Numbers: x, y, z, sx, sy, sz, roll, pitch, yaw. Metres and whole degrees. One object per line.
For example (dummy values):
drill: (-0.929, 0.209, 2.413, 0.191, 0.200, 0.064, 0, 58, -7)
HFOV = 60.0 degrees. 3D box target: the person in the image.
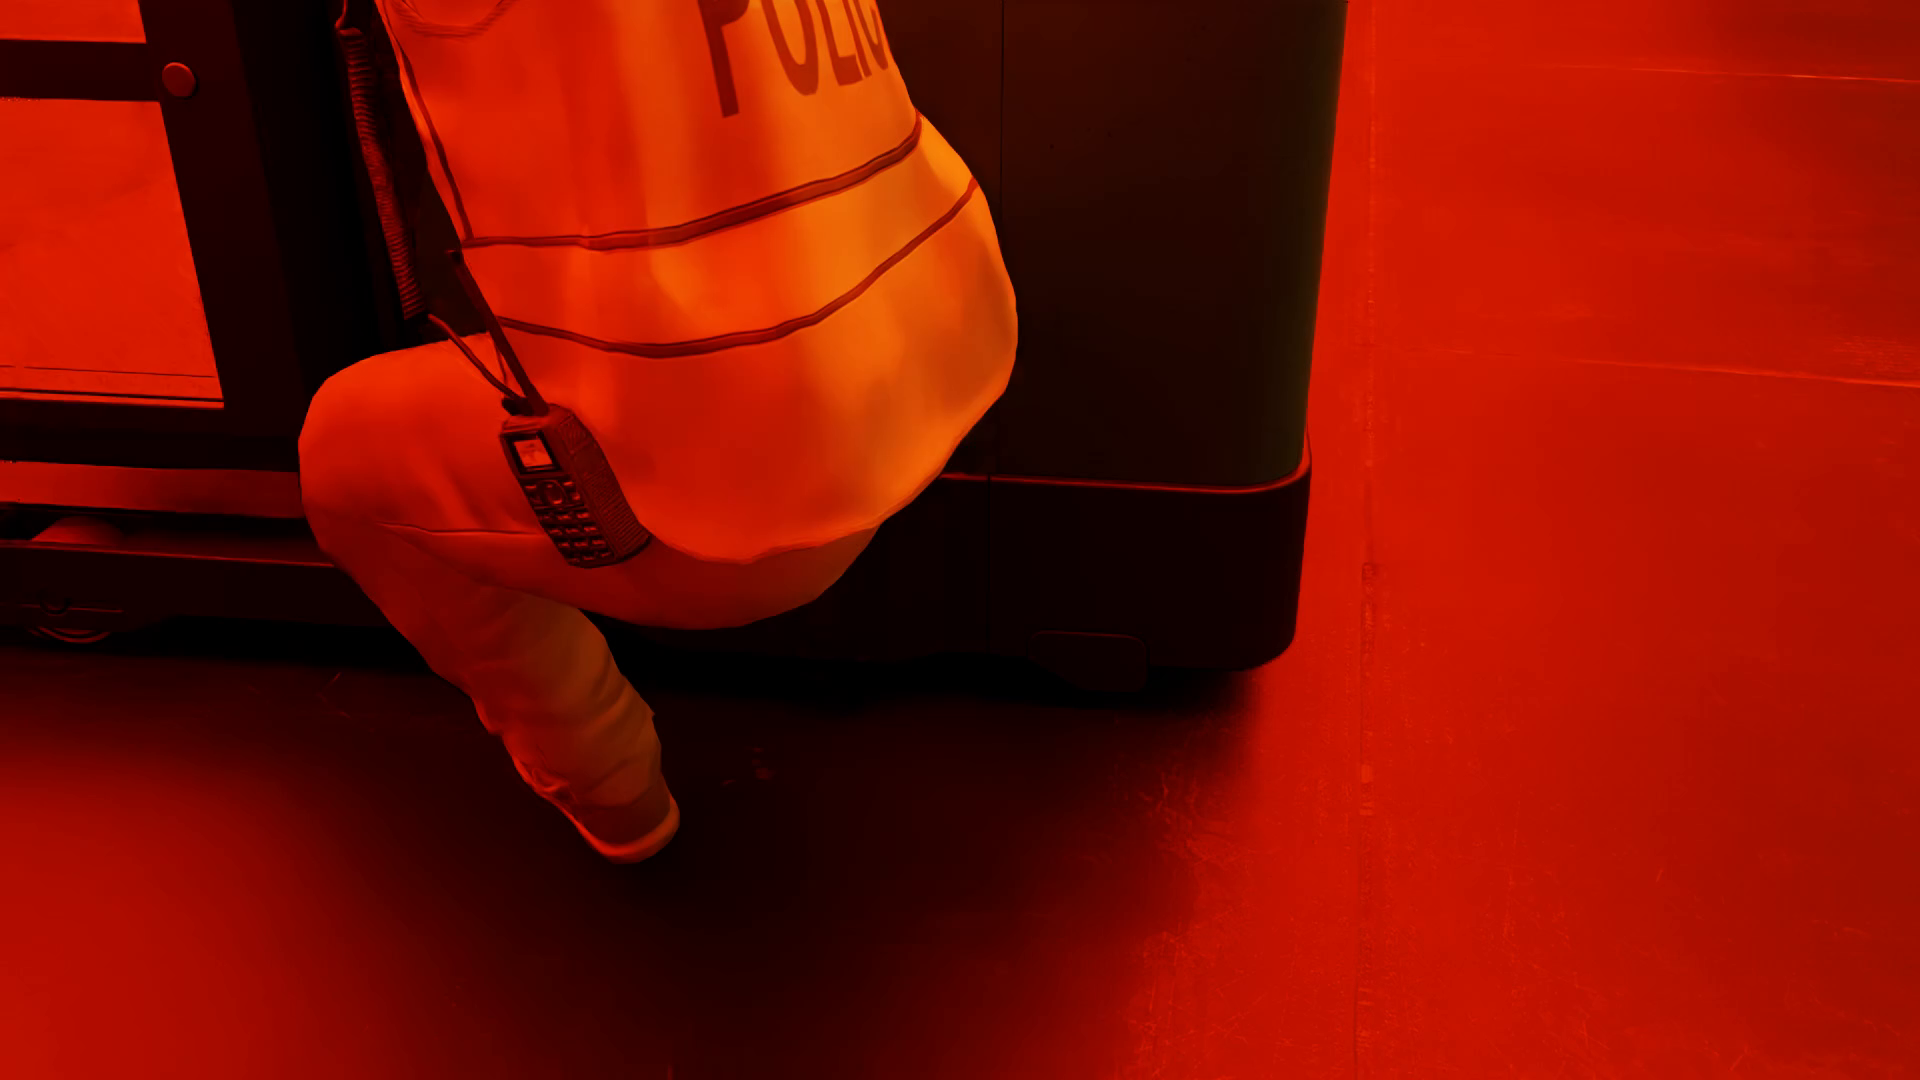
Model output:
person: (-0.370, -0.193, 1.335, 0.729, 1.282, 1.420, 14, 30, 25)

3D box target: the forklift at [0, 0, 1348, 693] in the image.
forklift: (-1.025, -1.402, 2.025, 3.031, 2.935, 1.130, 3, 27, 7)
